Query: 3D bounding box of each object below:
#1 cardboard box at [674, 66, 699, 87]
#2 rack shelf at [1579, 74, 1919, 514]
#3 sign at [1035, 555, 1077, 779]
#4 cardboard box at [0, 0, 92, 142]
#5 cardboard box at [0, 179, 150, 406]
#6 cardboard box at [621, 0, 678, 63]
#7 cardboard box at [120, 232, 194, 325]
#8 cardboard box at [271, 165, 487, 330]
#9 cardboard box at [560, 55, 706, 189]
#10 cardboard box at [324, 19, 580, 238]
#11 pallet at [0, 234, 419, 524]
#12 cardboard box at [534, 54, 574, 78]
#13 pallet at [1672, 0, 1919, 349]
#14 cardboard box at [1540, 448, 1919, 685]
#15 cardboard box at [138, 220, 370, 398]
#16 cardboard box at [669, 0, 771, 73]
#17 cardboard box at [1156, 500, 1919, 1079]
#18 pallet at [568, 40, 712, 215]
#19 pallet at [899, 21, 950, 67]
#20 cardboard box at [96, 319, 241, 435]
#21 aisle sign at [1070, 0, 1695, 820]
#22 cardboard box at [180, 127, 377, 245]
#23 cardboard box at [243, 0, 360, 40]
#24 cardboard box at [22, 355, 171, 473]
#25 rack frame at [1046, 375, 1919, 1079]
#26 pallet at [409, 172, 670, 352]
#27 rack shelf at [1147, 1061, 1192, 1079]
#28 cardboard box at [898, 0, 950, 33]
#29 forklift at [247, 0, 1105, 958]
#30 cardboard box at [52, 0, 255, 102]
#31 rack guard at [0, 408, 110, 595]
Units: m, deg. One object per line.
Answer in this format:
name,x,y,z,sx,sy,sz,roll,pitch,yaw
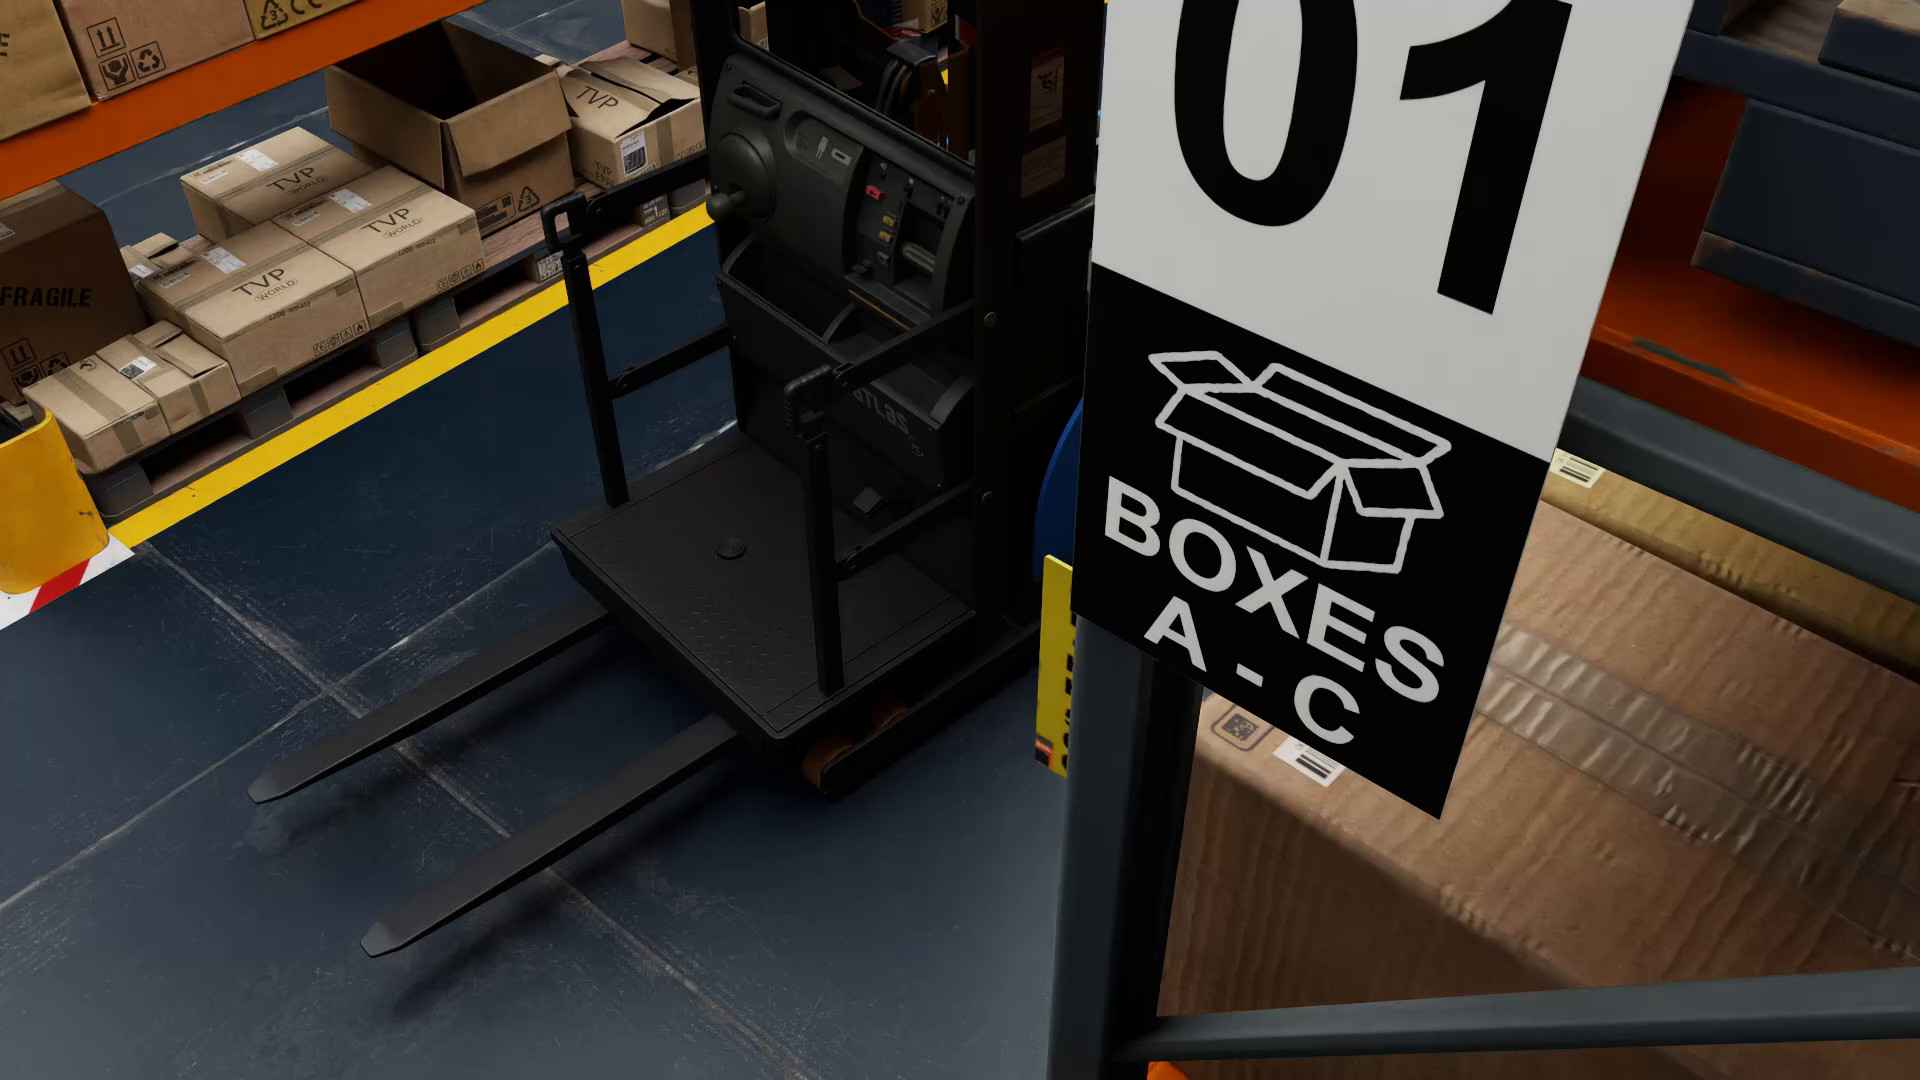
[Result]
cardboard box,-1.031,-1.760,6.748,0.380,0.149,0.250,29,50,28
rack shelf,1.820,-0.958,2.379,1.077,0.370,4.000,29,50,28
sign,0.127,0.157,1.811,0.100,0.325,0.005,29,50,28
cardboard box,-2.773,-1.379,4.463,0.500,0.500,0.500,31,50,29
cardboard box,-3.099,-0.852,5.489,0.500,0.500,0.500,29,50,28
cardboard box,-1.122,-2.333,7.258,0.500,0.311,0.500,29,50,28
cardboard box,-2.770,-0.898,5.787,0.380,0.166,0.250,29,50,28
cardboard box,-2.050,-1.045,5.887,0.500,0.250,0.500,29,50,28
cardboard box,-1.319,-1.653,6.510,0.500,0.311,0.500,29,50,28
cardboard box,-1.891,-1.557,6.261,0.797,0.503,0.637,29,50,28
pallet,-2.699,-0.646,5.804,1.003,0.211,1.213,29,50,28
cardboard box,-1.671,-1.830,6.812,0.380,0.166,0.250,29,50,28
pallet,1.003,-0.548,1.460,1.003,0.211,1.213,29,50,28
cardboard box,1.314,0.158,2.624,0.980,0.700,0.700,29,50,28
cardboard box,-2.372,-0.788,5.604,0.500,0.250,0.500,29,50,28
cardboard box,-0.836,-2.109,6.871,0.500,0.500,0.500,29,50,28
cardboard box,0.854,0.537,2.207,0.980,0.700,0.700,32,51,30
pallet,-1.129,-1.902,7.185,1.003,0.211,1.213,29,50,28
pallet,-0.192,-2.691,8.053,1.003,0.211,1.213,29,50,28
cardboard box,-2.567,-0.538,5.391,0.380,0.166,0.250,29,50,28
aisle sign,0.257,-0.140,1.241,0.394,0.787,0.004,29,50,28
cardboard box,-2.465,-1.236,6.096,0.500,0.250,0.500,29,50,28
cardboard box,-2.120,-1.904,5.040,0.500,0.500,0.500,29,50,28
cardboard box,-2.728,-0.403,5.255,0.380,0.149,0.250,29,50,28
rack frame,0.533,0.915,2.014,1.000,3.000,0.127,29,50,28
pallet,-1.914,-1.271,6.491,1.003,0.211,1.213,29,50,28
rack shelf,1.820,0.151,3.389,1.077,0.370,4.000,29,50,28
cardboard box,-0.189,-2.669,7.487,0.500,0.500,0.500,27,49,27
forklift,-0.467,-0.801,3.952,3.031,2.935,1.130,-31,51,-30
cardboard box,-2.445,-1.647,4.757,0.500,0.500,0.500,29,50,28
rack guard,-3.212,-0.342,5.254,1.175,0.500,0.348,29,50,28
